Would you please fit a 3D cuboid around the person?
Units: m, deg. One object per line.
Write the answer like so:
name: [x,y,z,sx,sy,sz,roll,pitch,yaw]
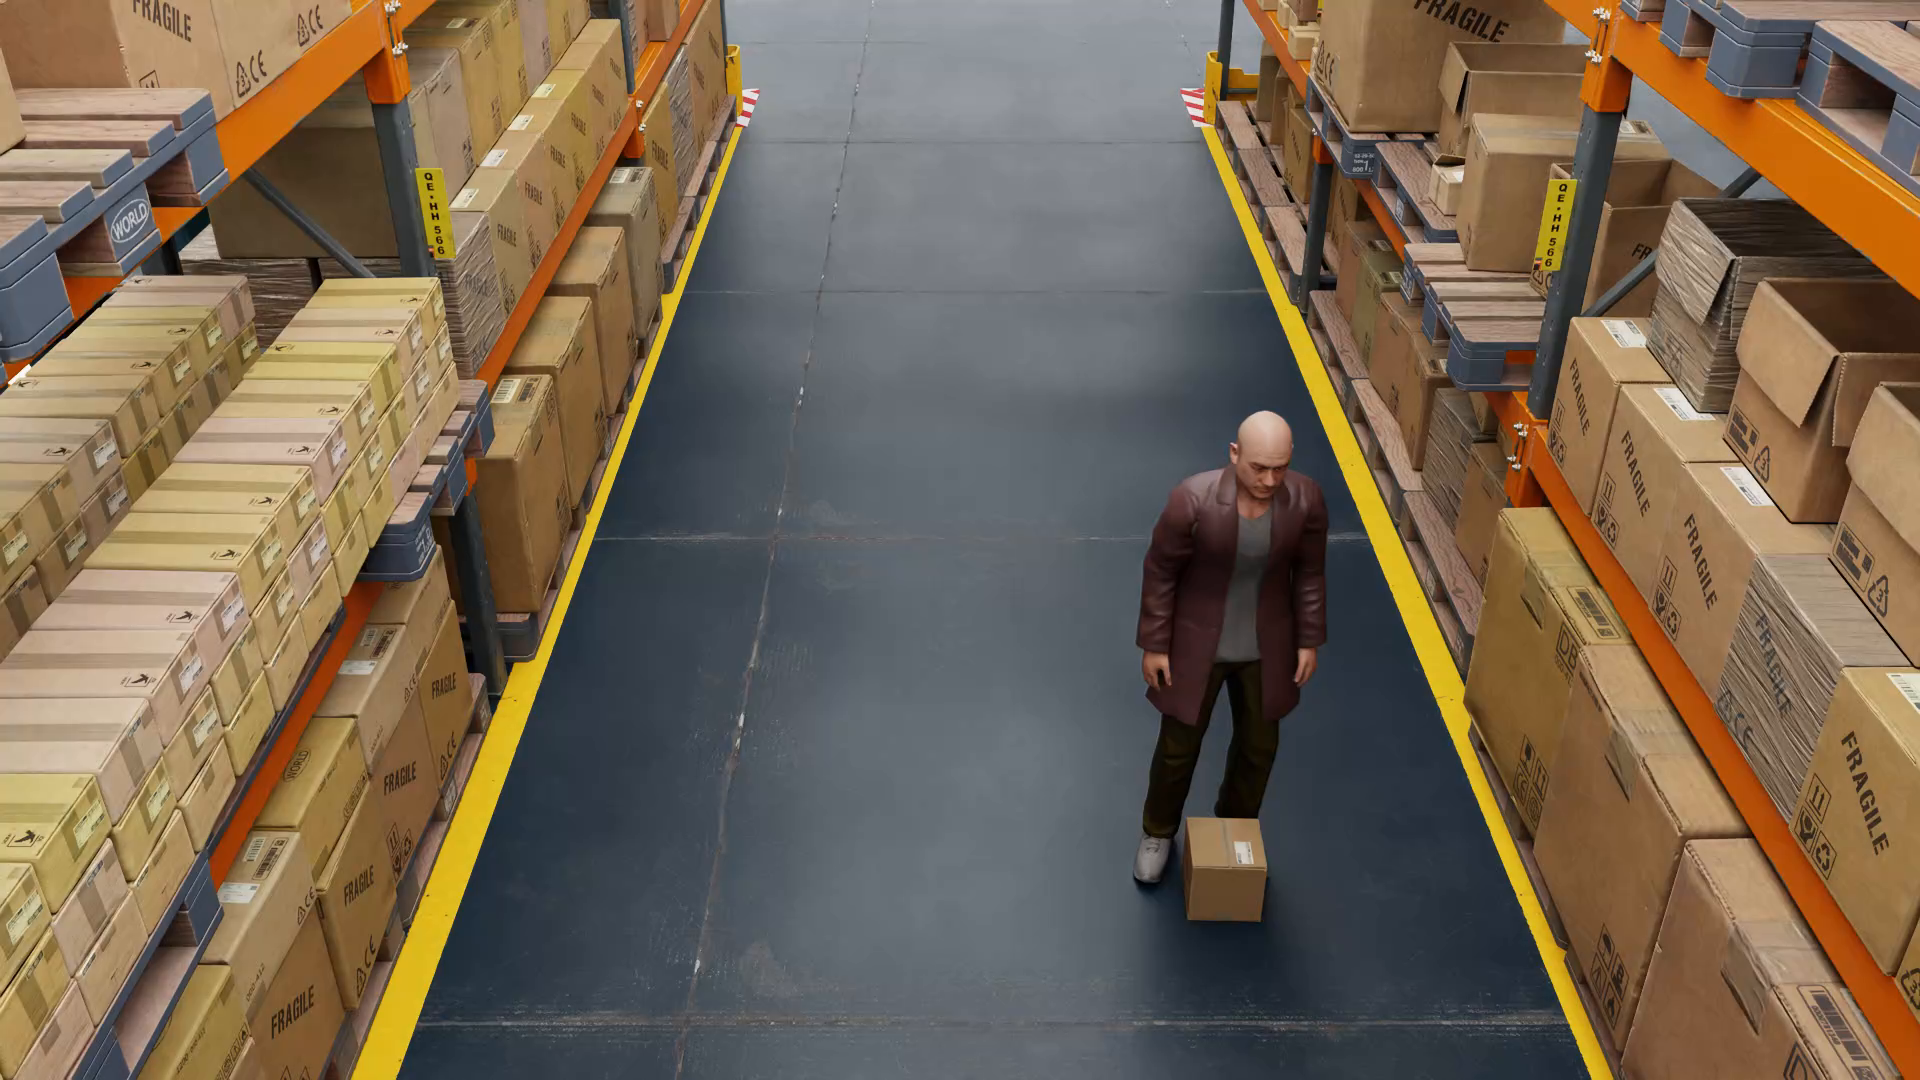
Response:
person: [0.907,0.357,5.558,0.645,1.772,0.429,-2,31,-3]
